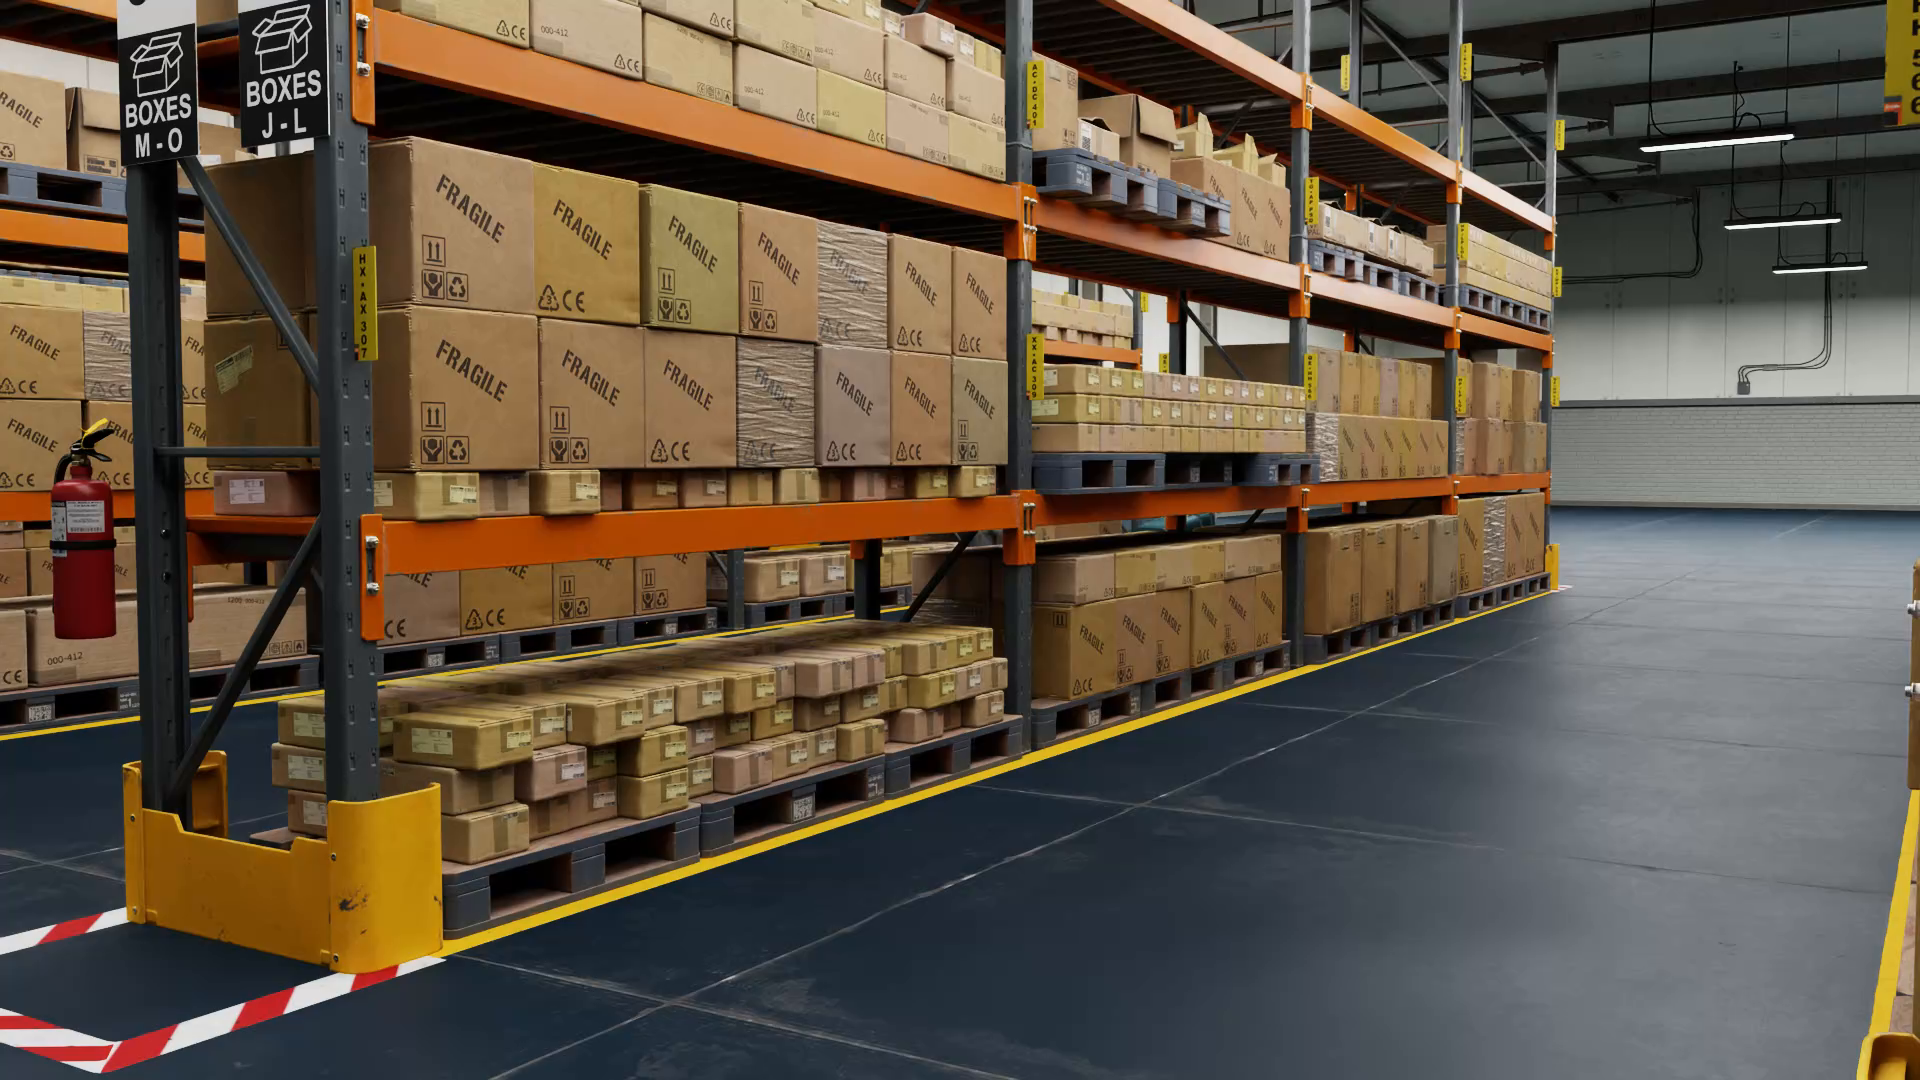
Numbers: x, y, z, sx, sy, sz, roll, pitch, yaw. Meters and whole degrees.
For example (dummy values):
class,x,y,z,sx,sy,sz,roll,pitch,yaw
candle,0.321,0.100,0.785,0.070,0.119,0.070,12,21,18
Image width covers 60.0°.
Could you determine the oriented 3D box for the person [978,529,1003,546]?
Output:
class,x,y,z,sx,sy,sz,roll,pitch,yaw
person,0.366,-0.106,15.029,0.524,1.704,0.474,2,3,32
